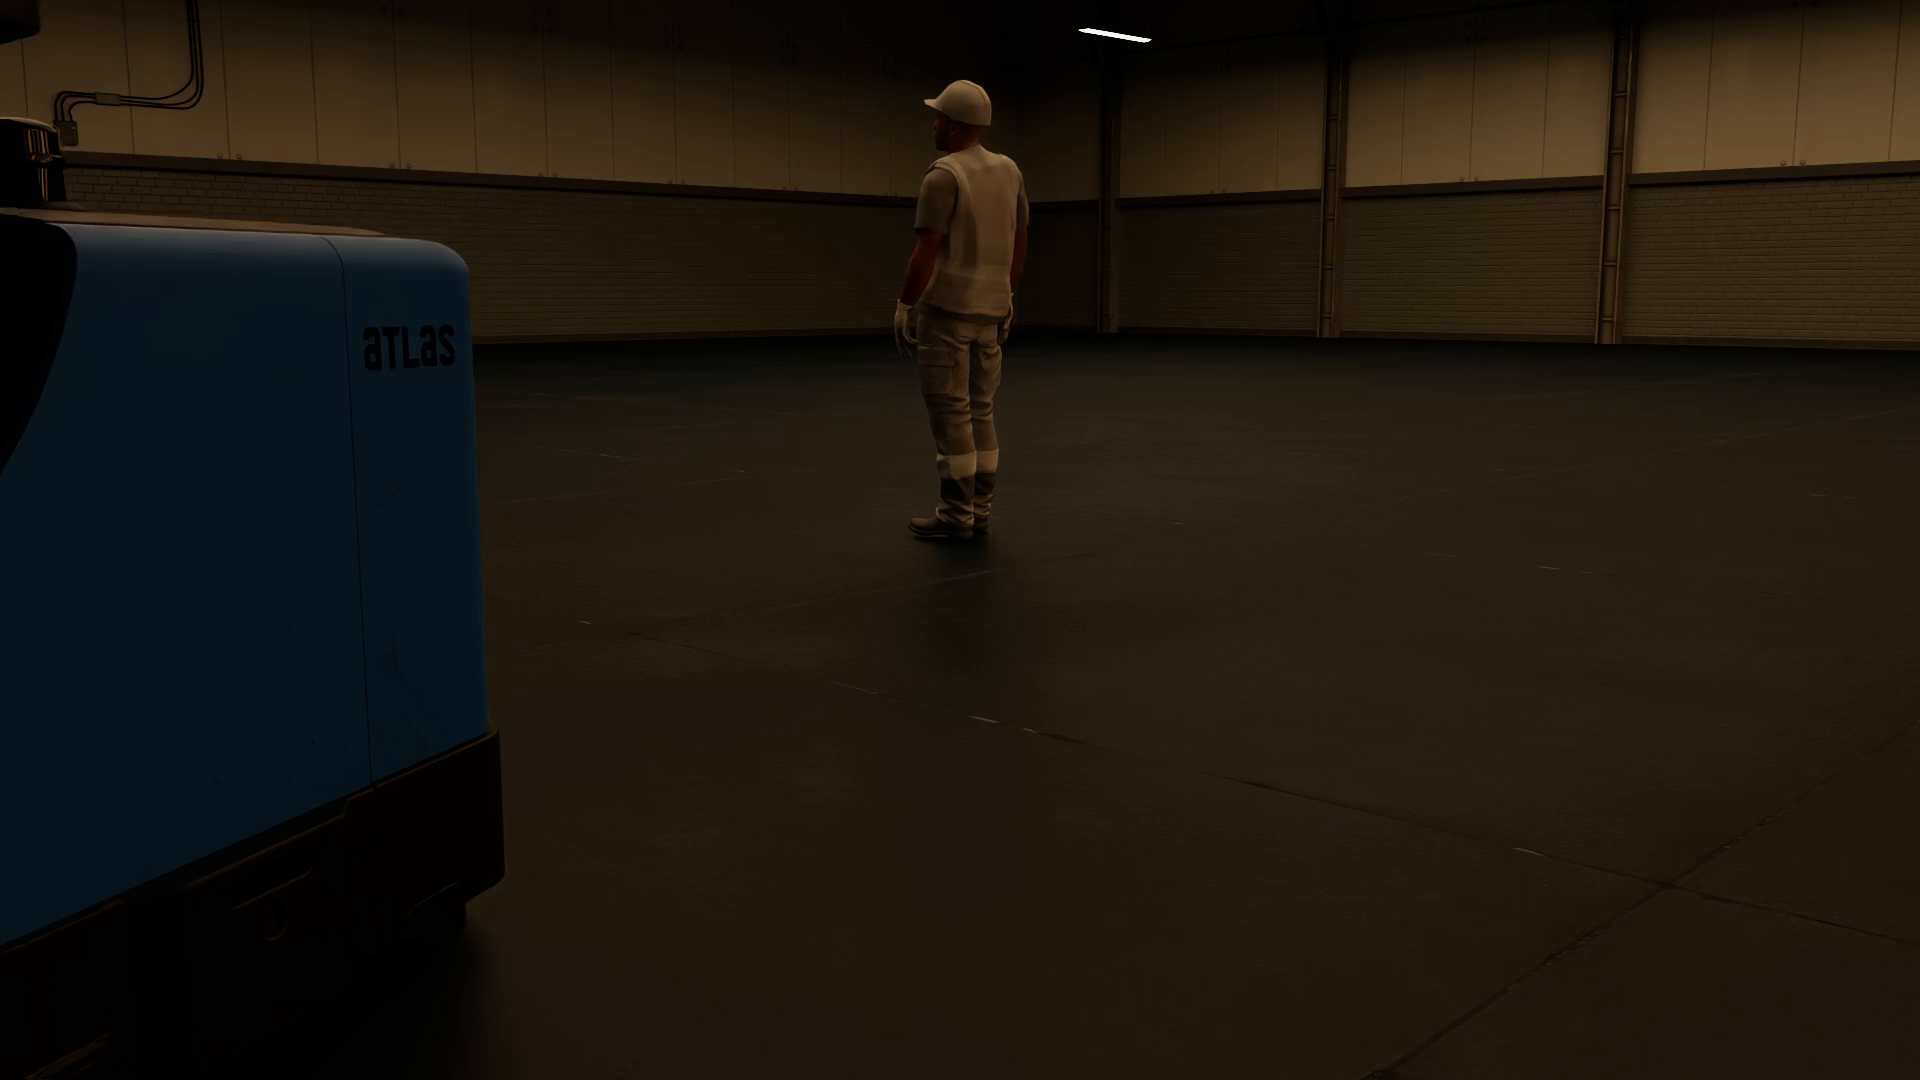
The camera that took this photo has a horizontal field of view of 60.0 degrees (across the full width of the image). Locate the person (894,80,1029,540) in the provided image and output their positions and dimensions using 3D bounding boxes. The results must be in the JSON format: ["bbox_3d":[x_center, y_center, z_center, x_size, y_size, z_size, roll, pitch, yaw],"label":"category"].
[{"bbox_3d":[-0.050,-0.902,6.647,0.562,1.790,0.637,8,12,43],"label":"person"}]

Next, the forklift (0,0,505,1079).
[{"bbox_3d":[-1.668,-0.658,1.245,1.130,2.935,3.031,3,9,18],"label":"forklift"}]
